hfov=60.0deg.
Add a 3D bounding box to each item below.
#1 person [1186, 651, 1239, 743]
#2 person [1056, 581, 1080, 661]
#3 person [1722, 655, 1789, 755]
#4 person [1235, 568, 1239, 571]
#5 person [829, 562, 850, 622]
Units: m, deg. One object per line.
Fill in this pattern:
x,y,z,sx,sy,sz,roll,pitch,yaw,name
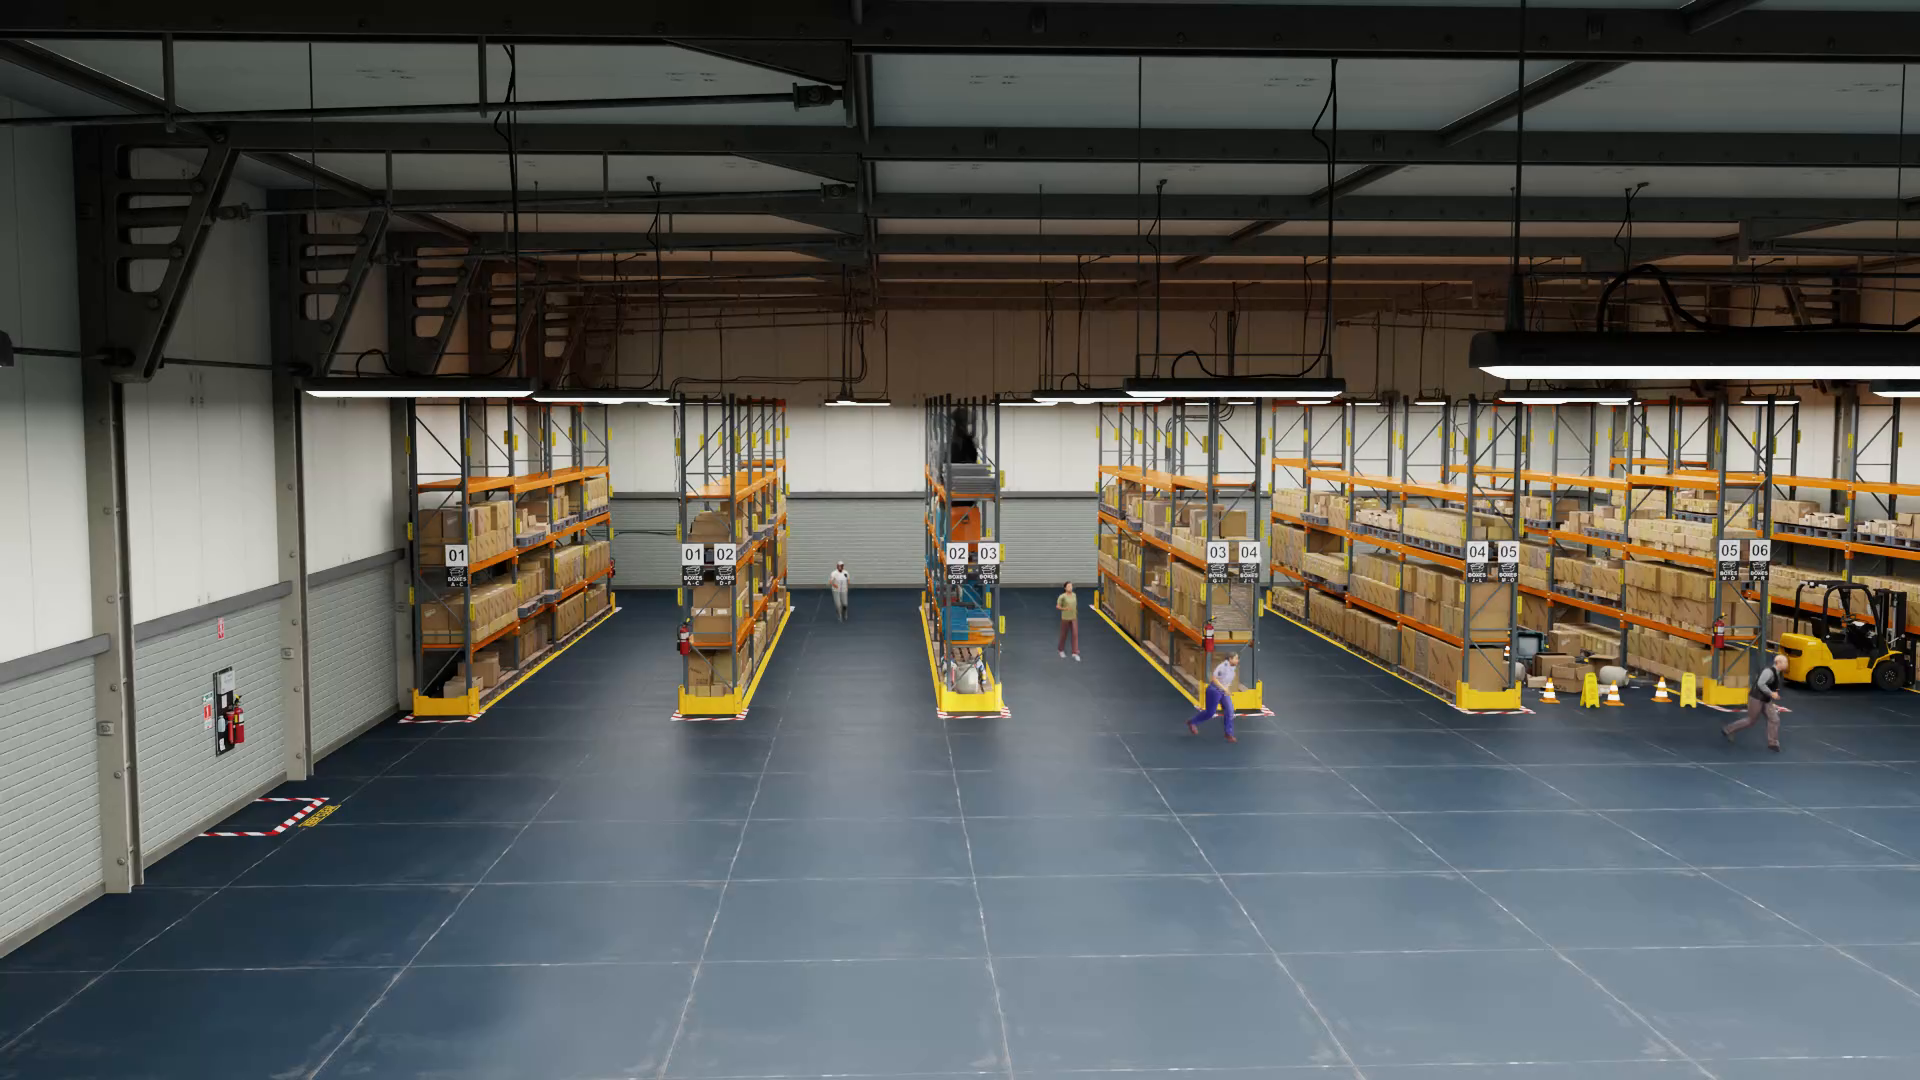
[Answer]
4.387,2.691,28.777,0.973,1.612,0.639,3,5,31,person
2.356,1.737,36.069,0.576,1.694,0.889,-2,5,-23,person
13.324,2.721,27.857,1.008,1.680,0.696,3,6,37,person
8.190,1.088,48.244,0.571,1.723,0.771,3,6,36,person
-3.210,1.395,44.554,0.590,1.636,0.563,-1,5,-15,person
